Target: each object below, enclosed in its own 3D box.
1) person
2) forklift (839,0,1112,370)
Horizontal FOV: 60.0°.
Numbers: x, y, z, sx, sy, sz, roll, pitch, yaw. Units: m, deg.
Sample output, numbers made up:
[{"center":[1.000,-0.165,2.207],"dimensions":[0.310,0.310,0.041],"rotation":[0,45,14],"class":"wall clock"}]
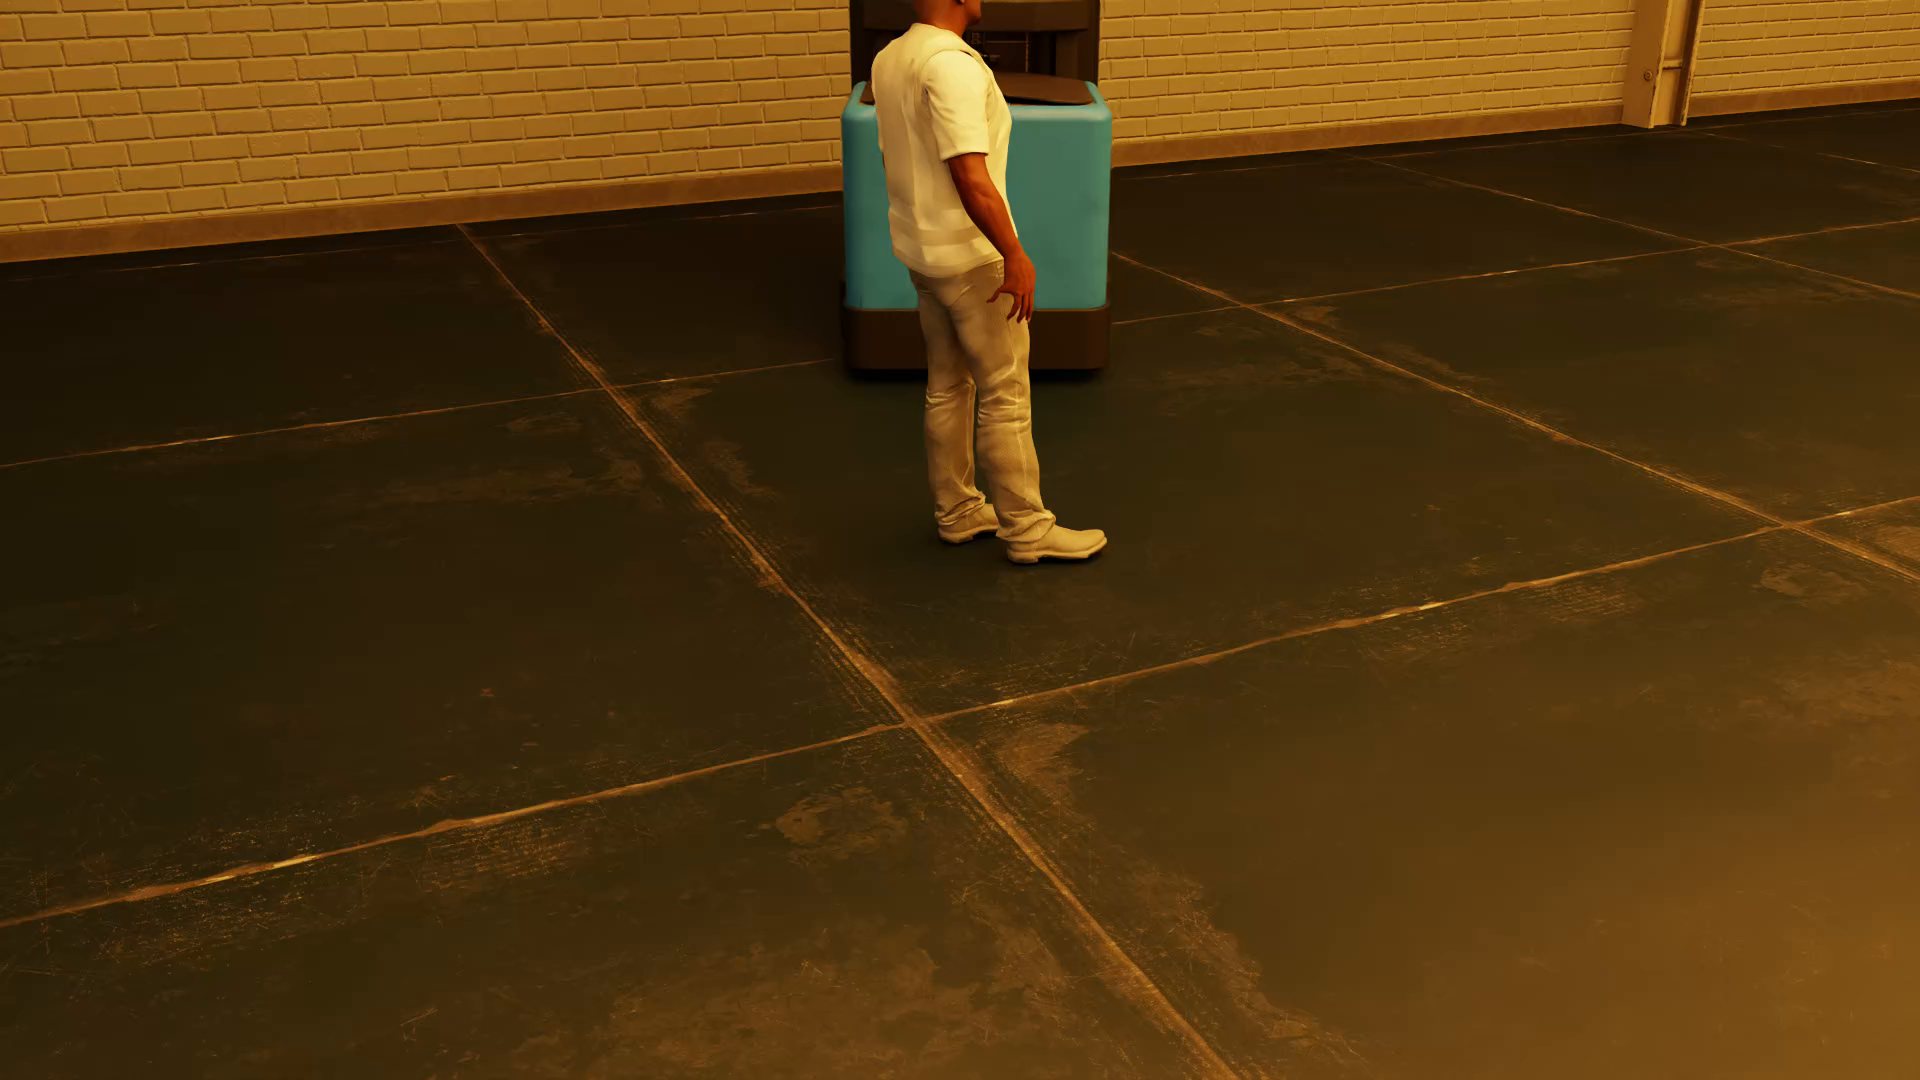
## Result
[{"center":[0.066,-0.831,4.787],"dimensions":[0.576,1.766,0.665],"rotation":[-10,25,-23],"class":"person"},{"center":[0.064,-2.537,7.393],"dimensions":[1.130,2.935,3.031],"rotation":[0,23,0],"class":"forklift"}]
